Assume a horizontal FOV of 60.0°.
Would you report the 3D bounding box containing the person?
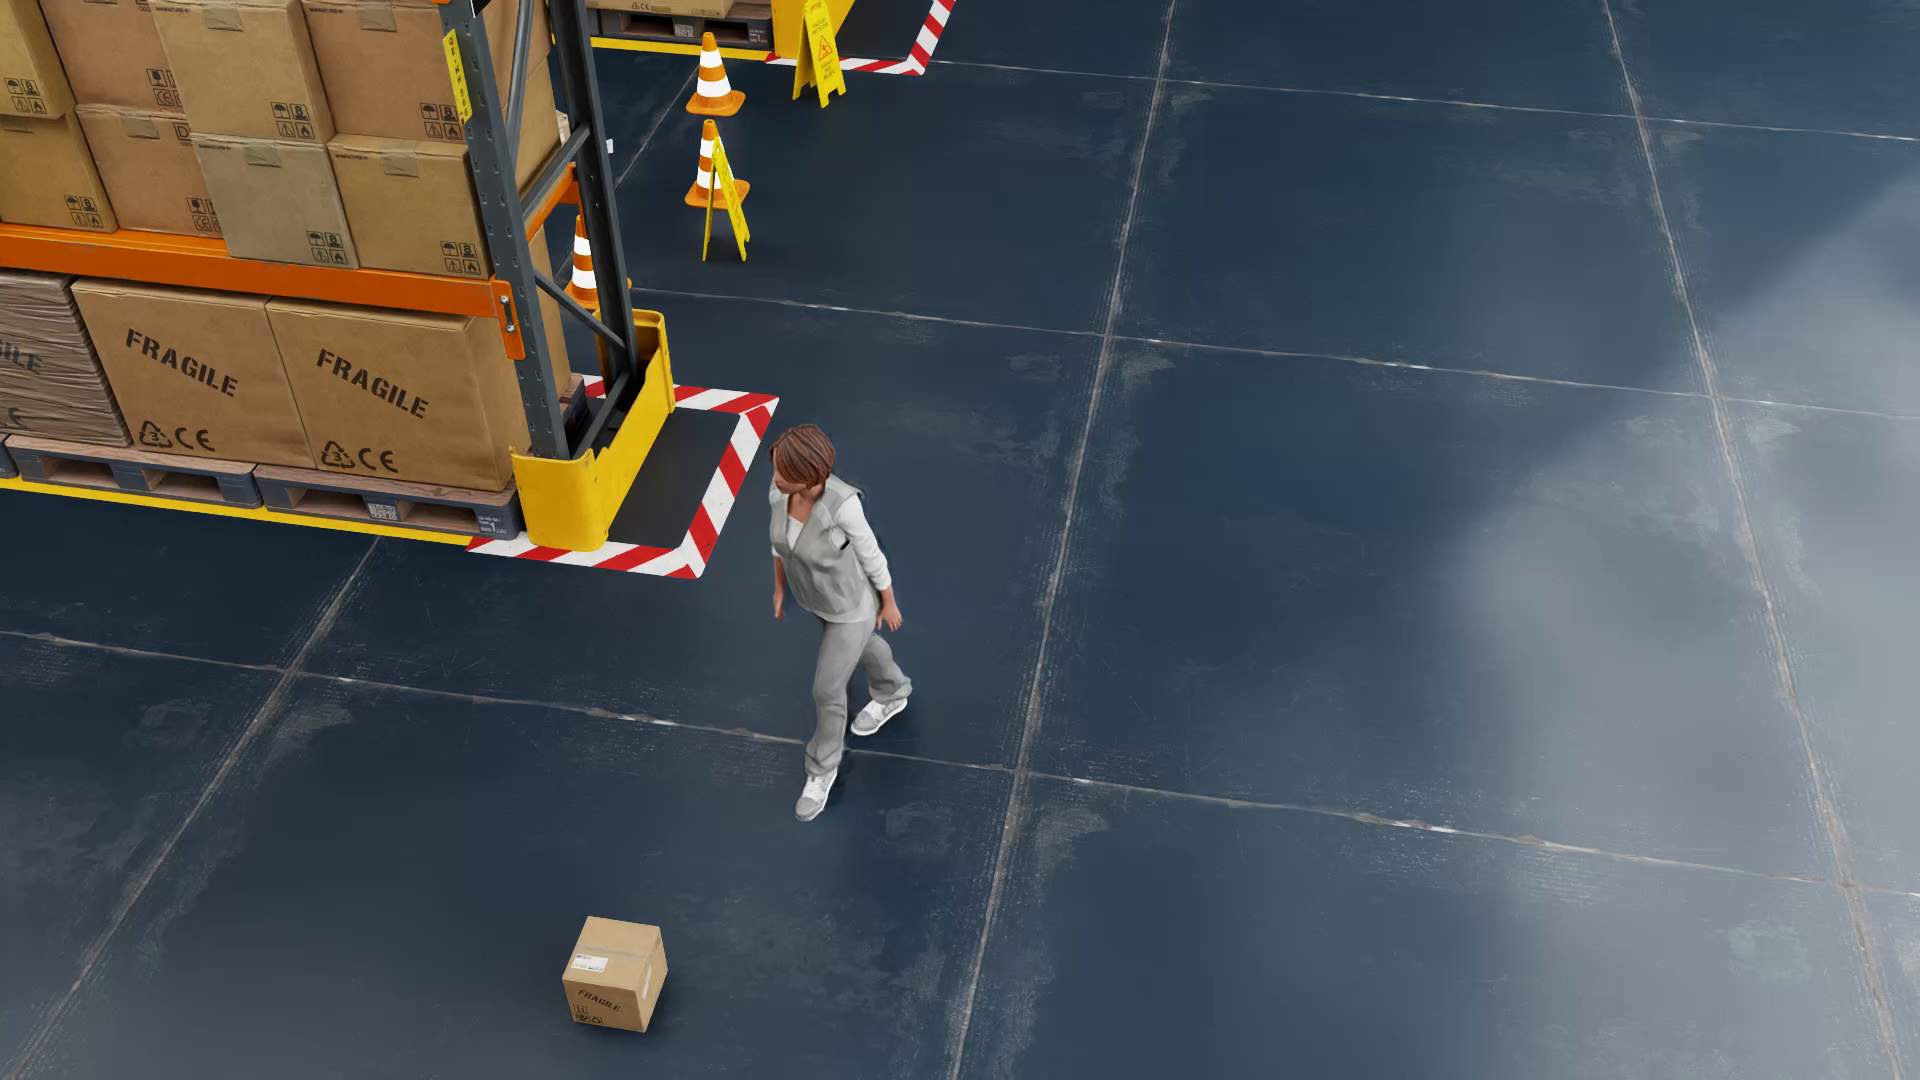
[{"bbox_3d":[-0.460,0.215,5.928,0.694,1.600,0.442,-32,50,-32],"label":"person"}]
